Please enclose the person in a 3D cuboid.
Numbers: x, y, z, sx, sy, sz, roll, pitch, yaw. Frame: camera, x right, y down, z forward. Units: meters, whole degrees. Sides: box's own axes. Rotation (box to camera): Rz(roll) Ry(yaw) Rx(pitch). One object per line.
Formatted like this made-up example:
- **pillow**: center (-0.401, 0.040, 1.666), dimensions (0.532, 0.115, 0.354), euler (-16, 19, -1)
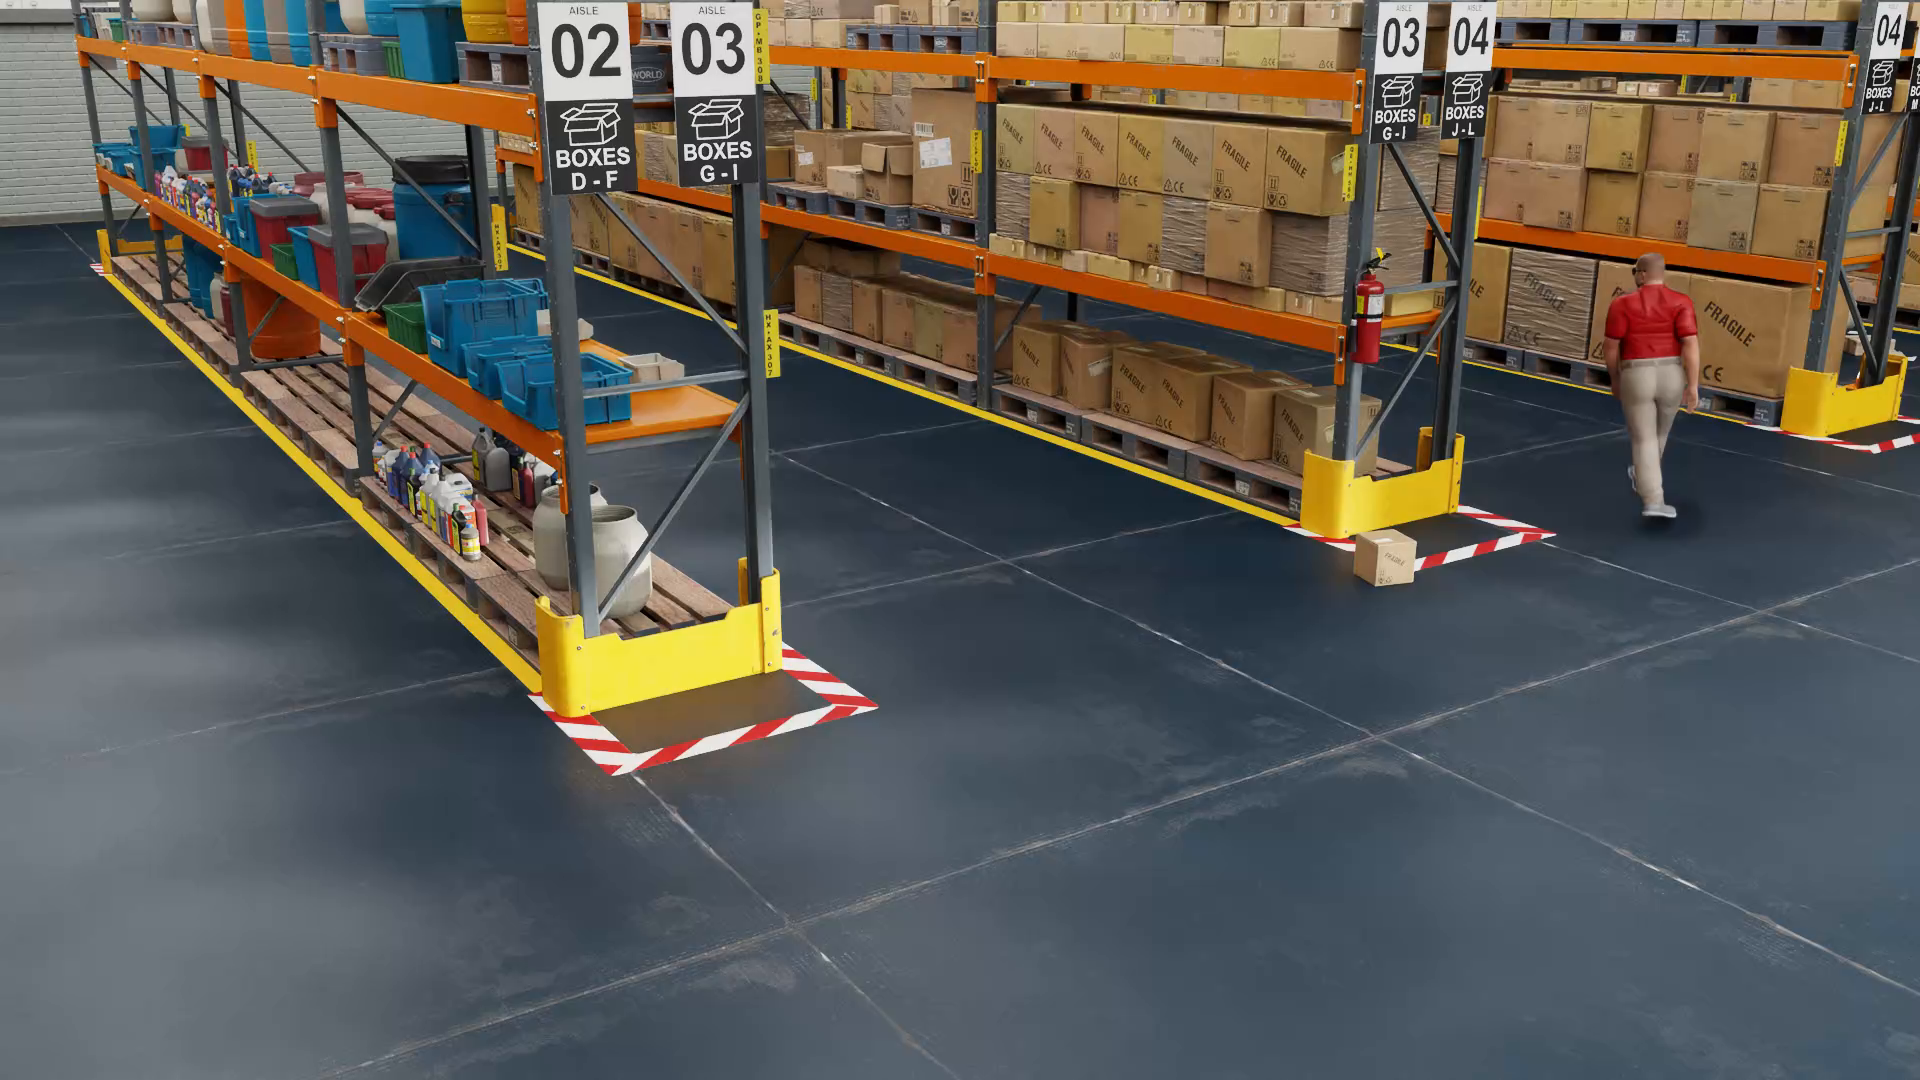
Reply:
- **person**: center (4.443, -1.041, 10.817), dimensions (0.563, 1.657, 1.018), euler (3, 18, 8)
